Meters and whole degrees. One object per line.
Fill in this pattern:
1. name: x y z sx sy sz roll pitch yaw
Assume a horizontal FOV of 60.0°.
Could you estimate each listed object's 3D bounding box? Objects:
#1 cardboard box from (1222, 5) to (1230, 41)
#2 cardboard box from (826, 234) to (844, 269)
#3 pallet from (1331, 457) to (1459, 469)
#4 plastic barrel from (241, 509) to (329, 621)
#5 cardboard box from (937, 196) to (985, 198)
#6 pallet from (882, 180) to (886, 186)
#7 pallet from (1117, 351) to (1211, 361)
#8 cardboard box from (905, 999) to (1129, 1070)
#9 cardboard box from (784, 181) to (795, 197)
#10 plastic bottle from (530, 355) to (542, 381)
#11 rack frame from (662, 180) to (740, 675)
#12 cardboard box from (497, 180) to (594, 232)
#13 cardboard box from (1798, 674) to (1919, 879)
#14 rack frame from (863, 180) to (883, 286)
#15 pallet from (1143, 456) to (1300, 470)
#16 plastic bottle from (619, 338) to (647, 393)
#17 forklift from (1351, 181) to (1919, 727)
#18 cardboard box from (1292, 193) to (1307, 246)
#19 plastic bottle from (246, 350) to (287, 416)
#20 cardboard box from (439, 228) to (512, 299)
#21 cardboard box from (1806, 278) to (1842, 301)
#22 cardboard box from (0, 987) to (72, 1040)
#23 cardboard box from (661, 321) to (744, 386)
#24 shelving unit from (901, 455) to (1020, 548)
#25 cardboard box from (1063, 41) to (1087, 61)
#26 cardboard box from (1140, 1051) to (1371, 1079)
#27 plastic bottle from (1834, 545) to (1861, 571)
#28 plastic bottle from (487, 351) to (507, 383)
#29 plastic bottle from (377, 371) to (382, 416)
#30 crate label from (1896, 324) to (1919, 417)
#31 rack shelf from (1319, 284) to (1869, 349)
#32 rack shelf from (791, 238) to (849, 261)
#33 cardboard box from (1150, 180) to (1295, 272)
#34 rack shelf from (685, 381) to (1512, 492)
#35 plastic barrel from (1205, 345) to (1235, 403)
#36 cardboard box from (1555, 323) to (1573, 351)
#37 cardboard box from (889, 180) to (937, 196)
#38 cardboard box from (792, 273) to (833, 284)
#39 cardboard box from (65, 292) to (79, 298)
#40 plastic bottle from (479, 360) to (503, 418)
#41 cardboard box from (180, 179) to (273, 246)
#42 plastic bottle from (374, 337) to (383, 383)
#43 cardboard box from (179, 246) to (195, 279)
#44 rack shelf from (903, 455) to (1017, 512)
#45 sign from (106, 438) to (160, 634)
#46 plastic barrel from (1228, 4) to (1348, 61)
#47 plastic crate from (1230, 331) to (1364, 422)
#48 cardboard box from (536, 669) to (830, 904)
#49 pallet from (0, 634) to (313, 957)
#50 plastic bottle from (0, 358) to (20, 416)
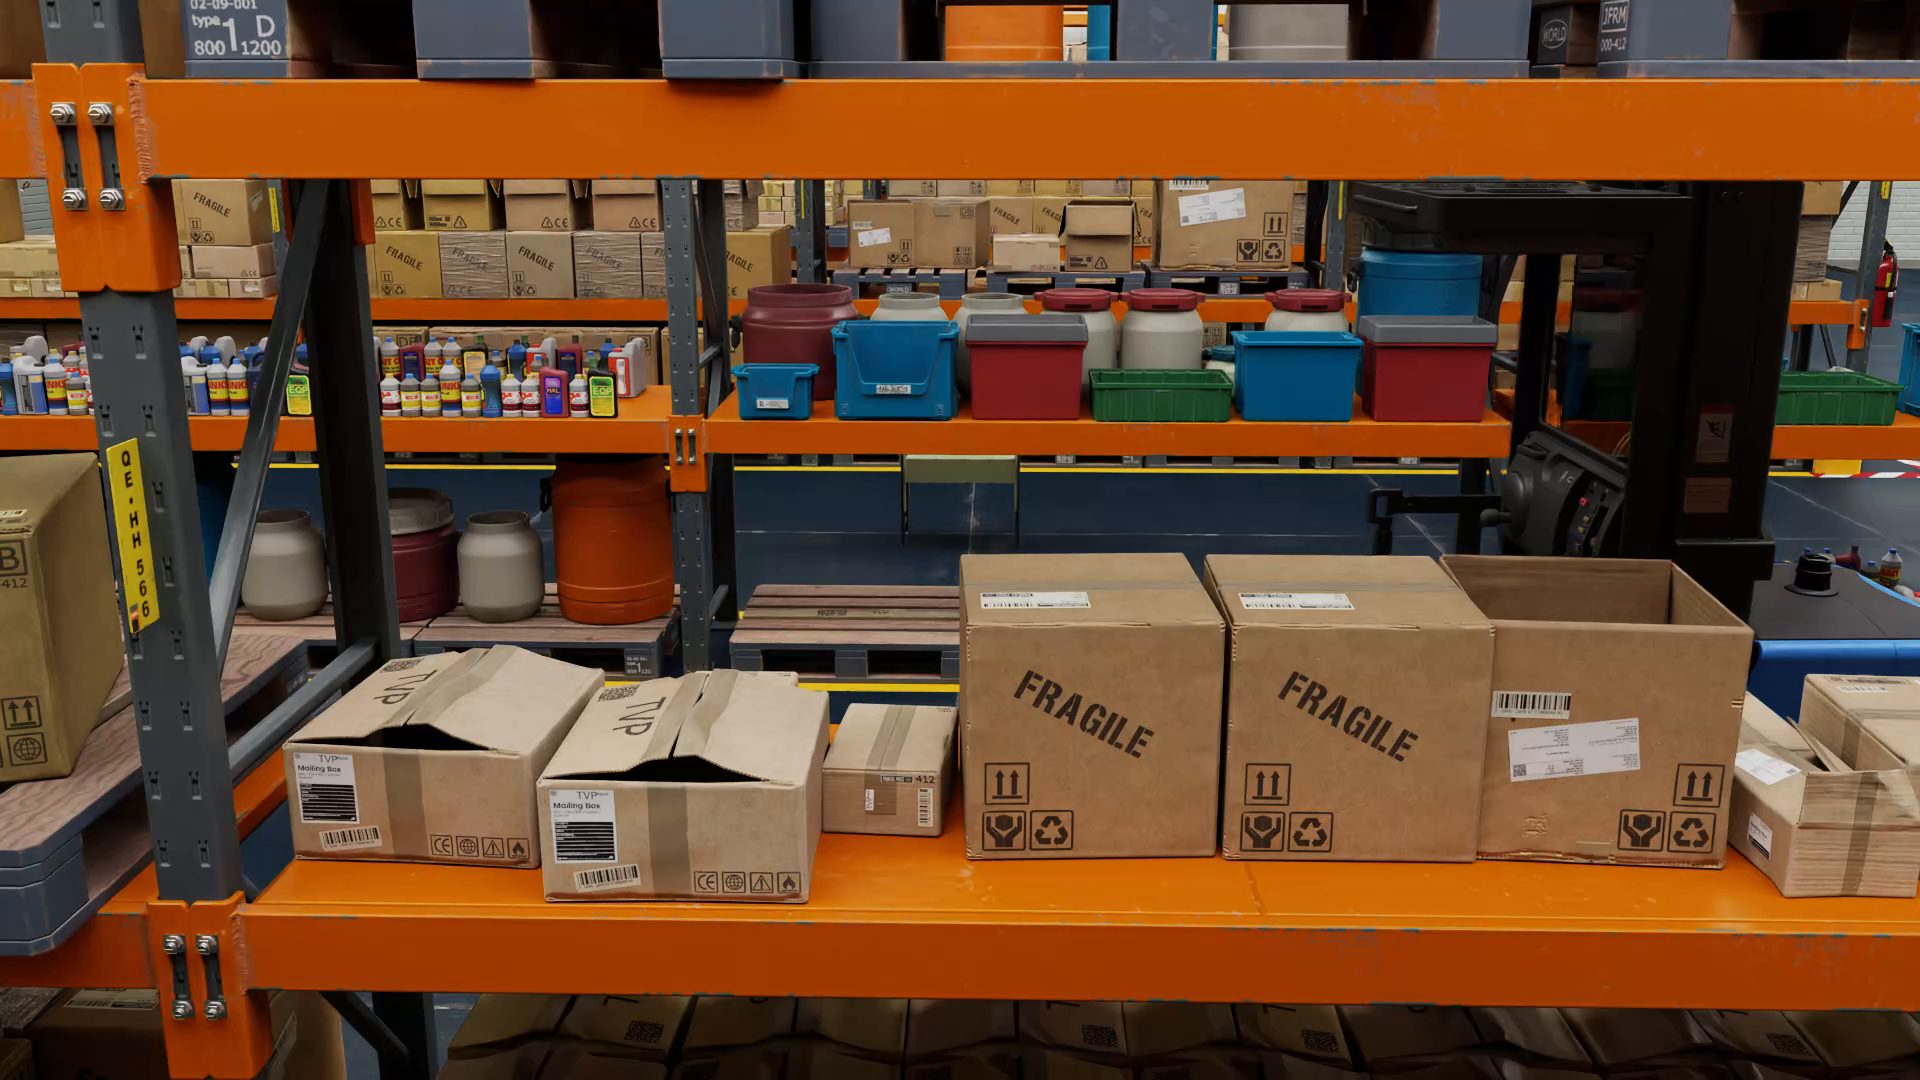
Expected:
1. cardboard box: 2.366 -3.856 12.671 0.637 0.503 0.797 0 15 -1
2. cardboard box: -1.601 -3.879 23.006 0.875 0.875 0.875 0 15 1
3. pallet: 3.506 -0.781 13.387 1.213 0.211 1.003 0 15 1
4. plastic barrel: -3.477 0.125 8.540 0.421 0.512 0.421 0 15 0
5. cardboard box: 0.013 -3.389 17.609 0.500 0.500 0.500 0 15 1
6. pallet: -1.469 -5.838 27.463 1.003 0.211 1.213 0 15 1
7. pallet: 2.288 -2.027 18.107 1.213 0.211 1.003 0 15 1
8. cardboard box: 0.132 1.177 3.966 0.500 0.311 0.500 0 15 1
9. cardboard box: -1.690 -3.673 17.384 0.250 0.149 0.380 0 15 1
10. plastic bottle: -2.163 -0.848 8.564 0.097 0.201 0.097 0 15 0
11. rack frame: -1.292 -0.888 8.325 0.127 3.000 1.000 0 15 1
12. cardboard box: -3.218 -2.701 13.034 0.637 0.503 0.797 1 15 3
13. cardboard box: 2.083 0.482 3.427 0.500 0.250 0.500 1 15 5
14. rack frame: -0.938 -3.415 17.904 0.127 3.000 1.000 0 15 1
15. pallet: 2.055 -0.781 13.387 1.213 0.211 1.003 0 15 1
16. plastic bottle: -1.716 -0.913 8.664 0.135 0.276 0.152 0 15 1
17. forklift: 1.870 -0.167 5.729 3.031 2.935 1.130 0 15 -1
18. cardboard box: 3.430 -3.462 17.789 0.550 0.550 0.875 0 15 1
19. plastic bottle: -3.326 -0.779 8.009 0.185 0.351 0.144 0 15 1
20. cardboard box: -3.708 -2.152 12.921 0.500 0.500 0.500 0 15 0
21. cardboard box: 6.542 -1.926 12.754 0.250 0.149 0.380 0 15 1
22. cardboard box: -2.393 1.294 4.095 0.500 0.500 0.500 0 15 -1
23. cardboard box: -1.855 -1.336 13.367 0.875 0.875 1.225 0 15 -1
24. shelving unit: 0.007 -0.725 10.649 0.755 1.500 0.431 0 15 1
25. cardboard box: 1.303 -5.003 17.198 0.500 0.311 0.500 0 15 -1
26. cardboard box: 0.643 1.317 3.434 0.500 0.311 0.500 0 15 1
27. plastic bottle: 4.675 0.168 8.787 0.133 0.283 0.061 1 15 2
28. plastic bottle: -2.427 -0.889 8.717 0.097 0.201 0.097 0 15 0
29. plastic bottle: -2.850 -0.733 7.965 0.133 0.283 0.061 0 15 1
30. crate label: 4.859 -0.796 7.907 0.616 0.435 0.502 0 15 1
31. rack shelf: 4.833 -1.764 13.056 4.000 0.370 1.077 0 15 1
32. rack shelf: -2.937 -3.080 18.045 4.000 0.370 1.077 0 15 1
33. cardboard box: 2.043 -2.659 13.038 1.000 1.000 1.000 0 15 2
34. rack shelf: 0.707 -0.527 8.367 4.000 0.370 1.077 0 15 1
35. plastic barrel: 1.388 -0.843 8.425 0.301 0.262 0.301 0 15 0
36. cardboard box: 6.380 -2.526 17.877 0.875 0.875 0.875 0 15 2
37. cardboard box: -0.489 -3.941 17.743 0.500 0.500 0.700 0 15 1
38. cardboard box: -1.628 -2.710 17.837 0.500 0.250 0.500 0 15 0
39. cardboard box: -6.762 -1.982 12.965 0.250 0.149 0.380 0 15 1
40. plastic bottle: -2.247 -0.728 7.970 0.097 0.271 0.097 0 15 0
41. cardboard box: -5.630 -2.546 12.849 0.500 0.500 0.500 1 15 3
42. plastic bottle: -3.103 -0.922 8.698 0.135 0.276 0.152 0 15 1
43. cardboard box: -6.130 -2.187 12.960 0.500 0.250 0.500 1 15 3
44. rack shelf: 0.007 -0.410 10.732 0.720 0.370 0.431 0 15 1
45. sign: -1.427 -0.008 2.875 0.005 0.325 0.100 0 15 1
46. plastic barrel: 1.539 -2.507 7.598 0.600 0.901 0.600 0 15 0
47. plastic crate: 1.596 -0.782 7.955 0.575 0.384 0.392 0 15 1
48. cardboard box: -0.533 0.474 3.339 0.500 0.311 0.500 0 15 1
49. pallet: -2.102 0.482 3.510 1.003 0.211 1.213 0 15 1
50. plastic bottle: -4.588 -0.743 8.028 0.097 0.271 0.097 0 15 0
